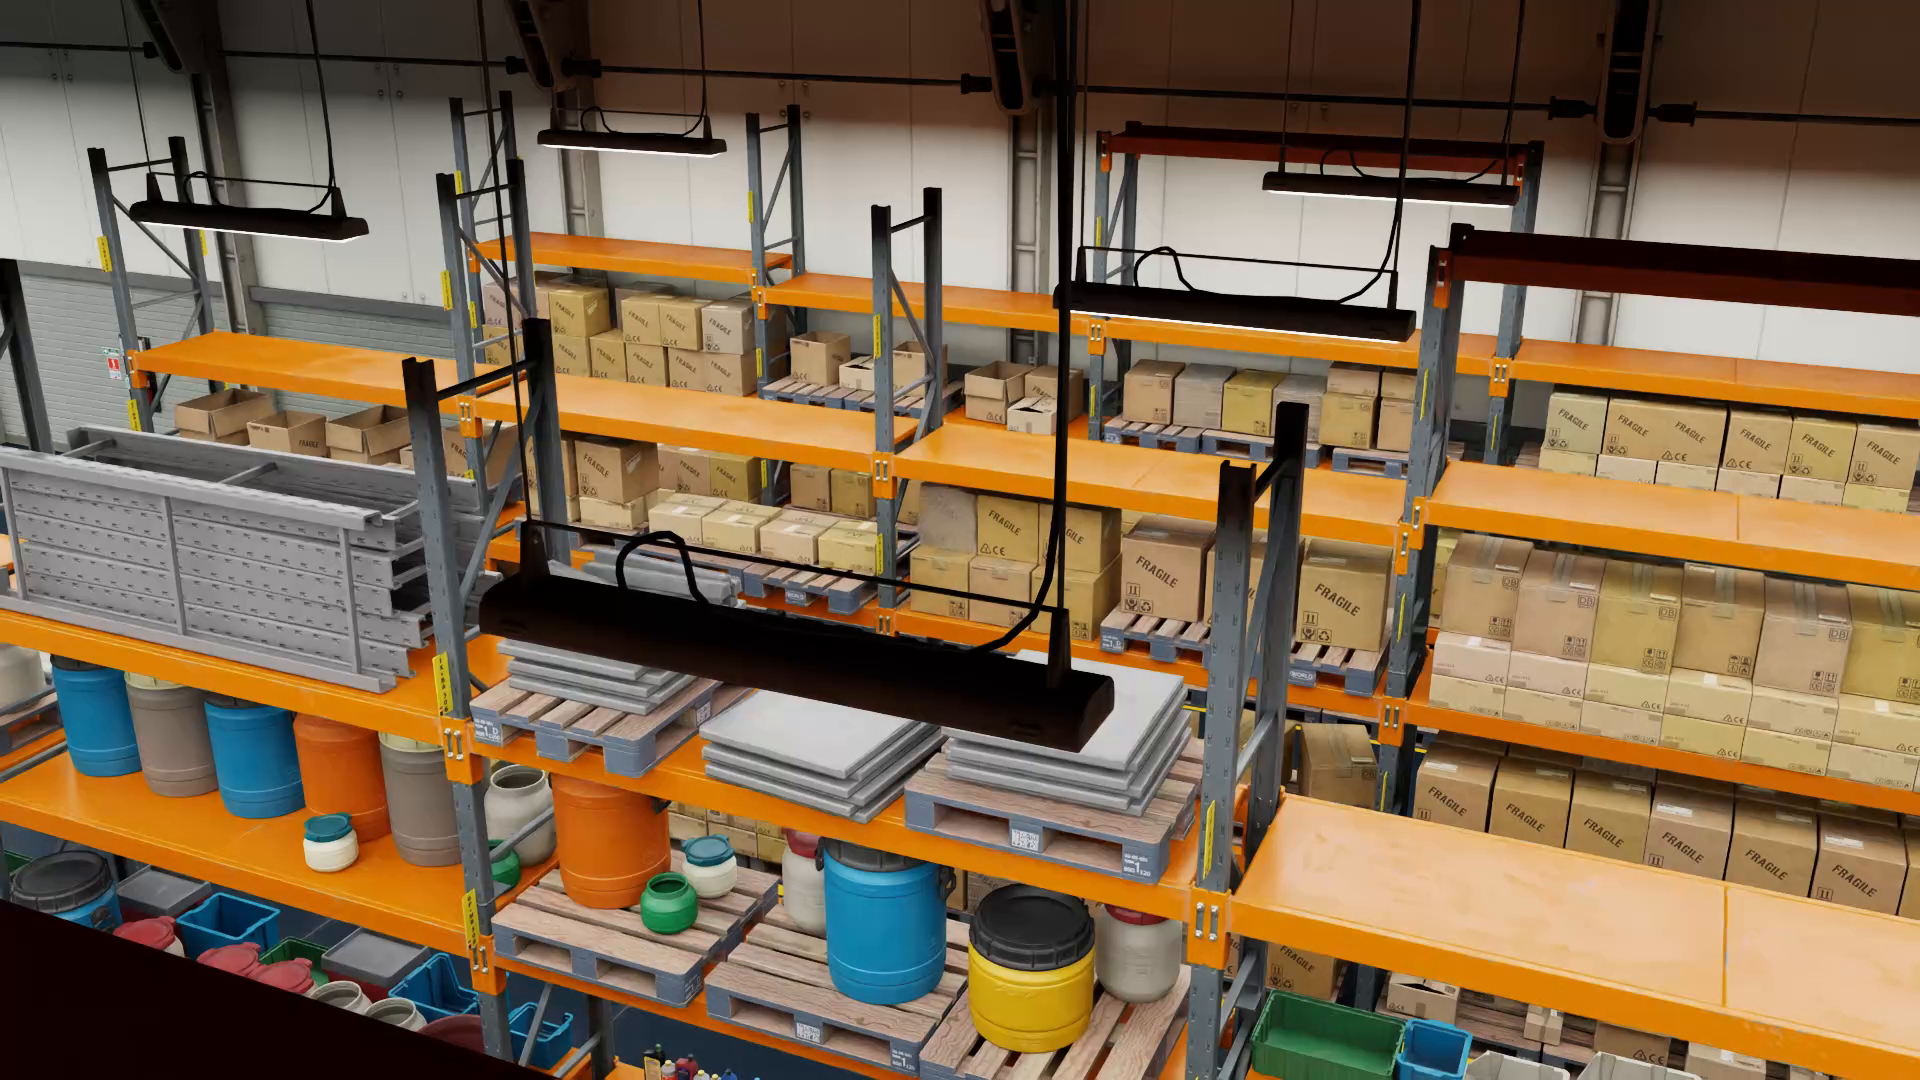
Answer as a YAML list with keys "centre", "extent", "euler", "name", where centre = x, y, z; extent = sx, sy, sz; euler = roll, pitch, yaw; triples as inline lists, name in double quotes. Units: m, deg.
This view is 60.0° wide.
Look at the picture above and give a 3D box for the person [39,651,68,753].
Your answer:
- centre: [-9.102, 1.272, 16.865]
  extent: [0.571, 1.752, 0.878]
  euler: [11, 23, 28]
  name: "person"
